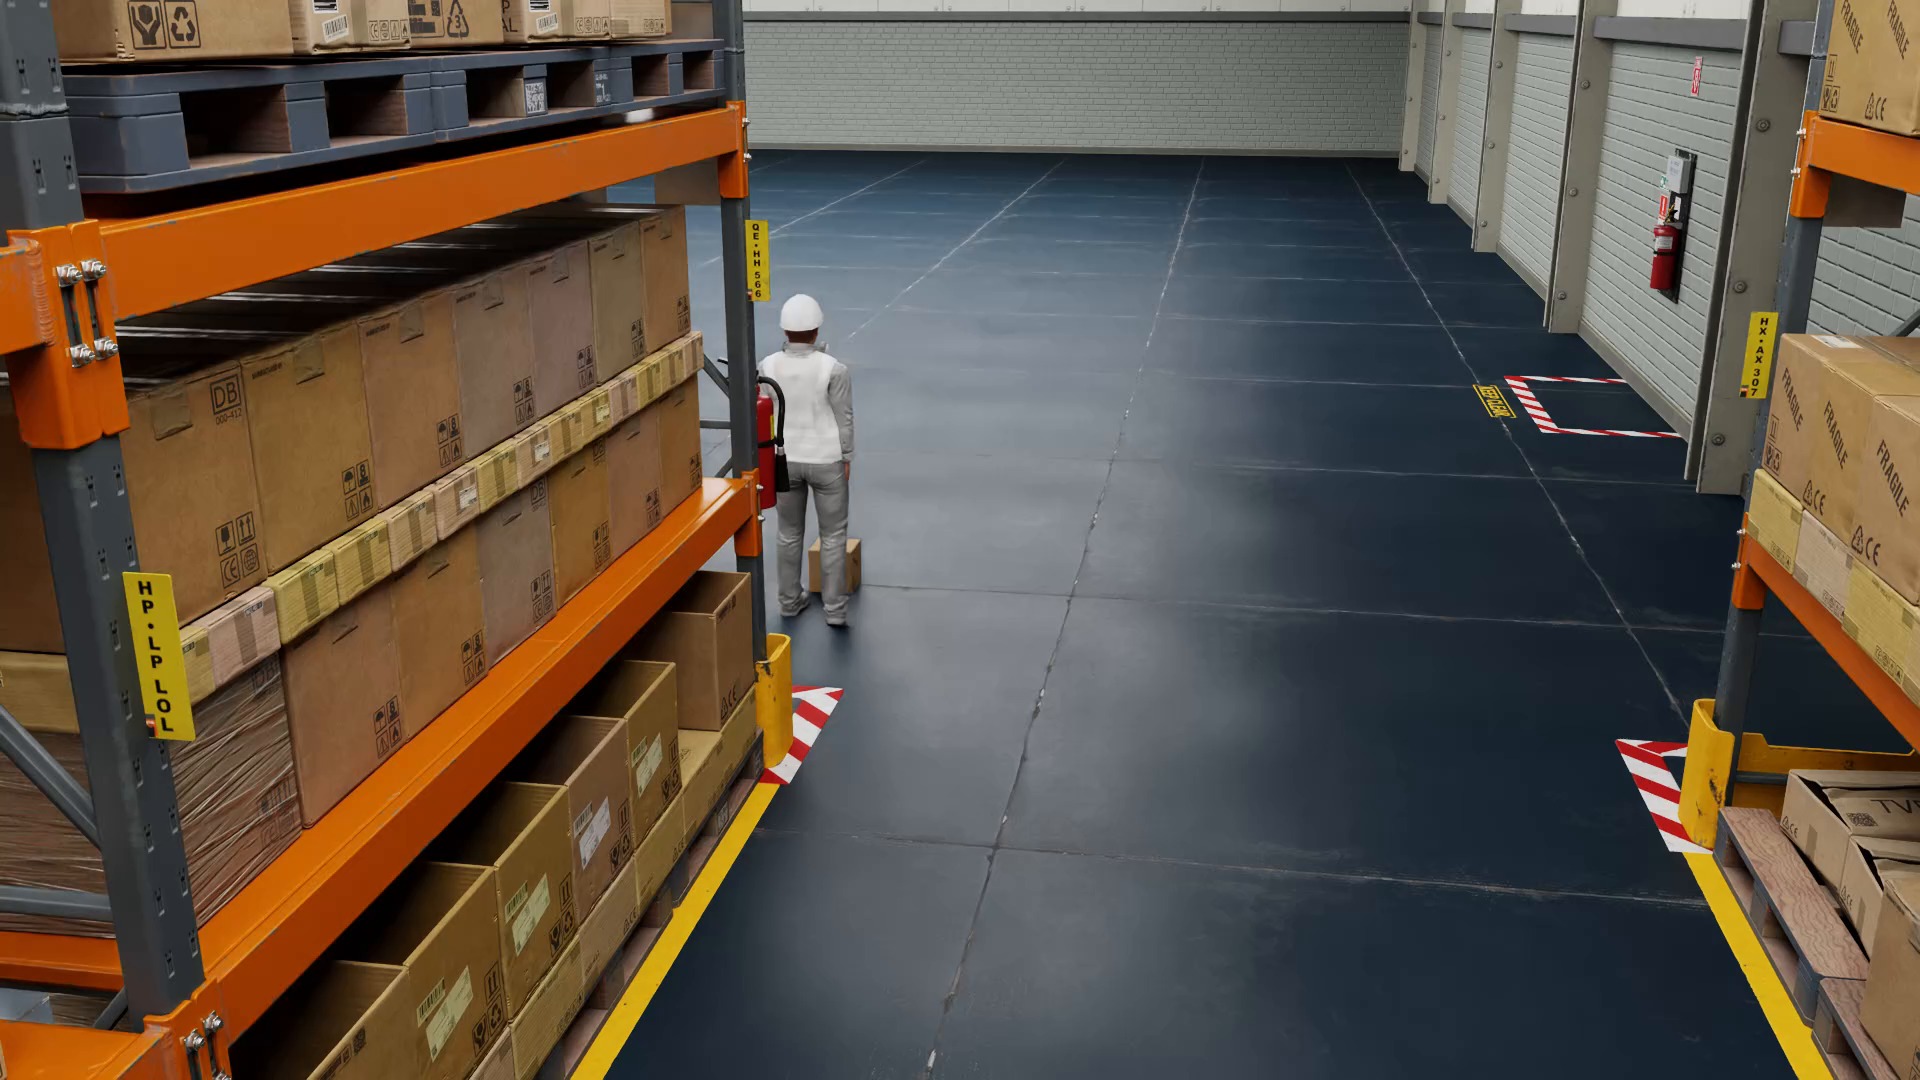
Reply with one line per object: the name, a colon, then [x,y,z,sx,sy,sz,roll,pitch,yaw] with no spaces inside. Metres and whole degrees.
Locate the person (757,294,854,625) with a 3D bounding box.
person: [-0.814,-0.420,8.880,0.534,1.801,0.402,3,18,10]
